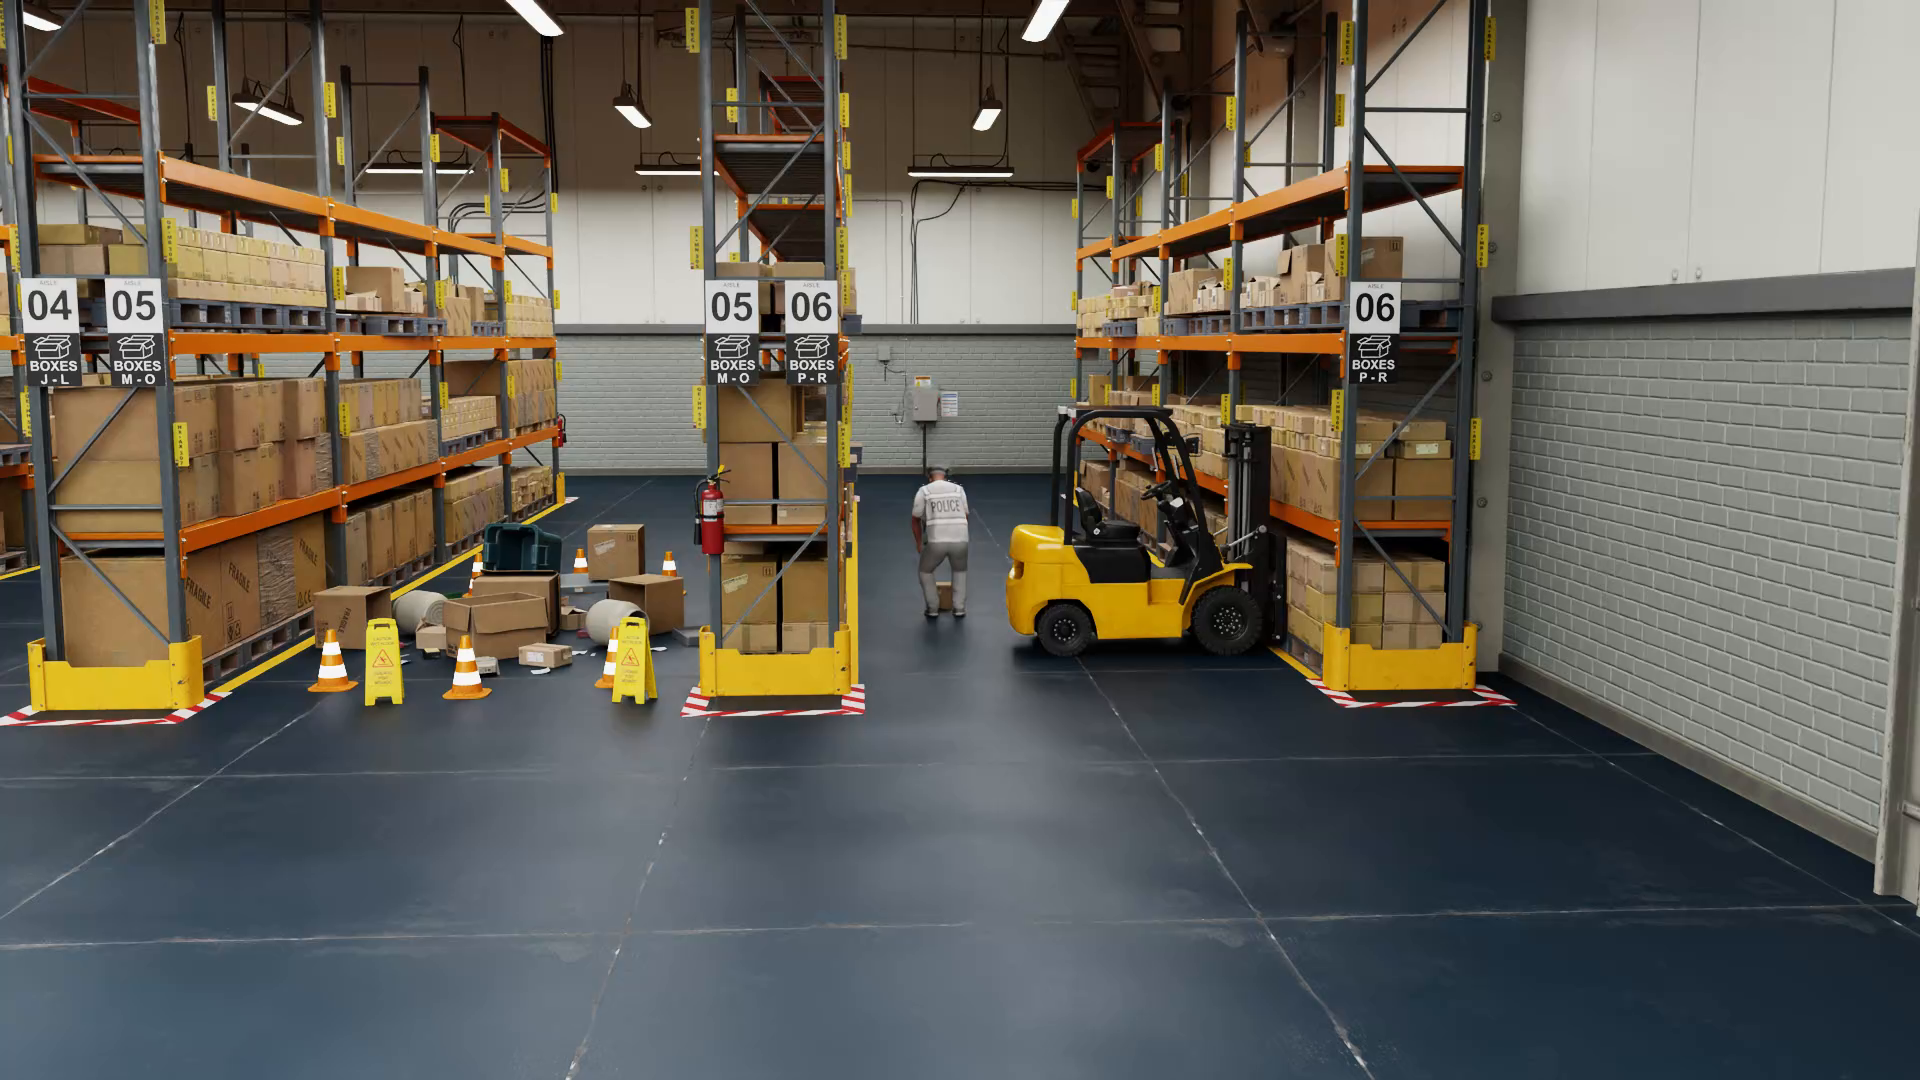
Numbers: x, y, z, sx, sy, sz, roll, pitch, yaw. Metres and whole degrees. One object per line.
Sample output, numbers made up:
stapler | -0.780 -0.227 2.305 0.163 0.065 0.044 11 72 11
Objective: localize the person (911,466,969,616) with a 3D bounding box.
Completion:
person | -0.193 0.015 16.714 0.588 1.496 0.752 -1 7 -7
